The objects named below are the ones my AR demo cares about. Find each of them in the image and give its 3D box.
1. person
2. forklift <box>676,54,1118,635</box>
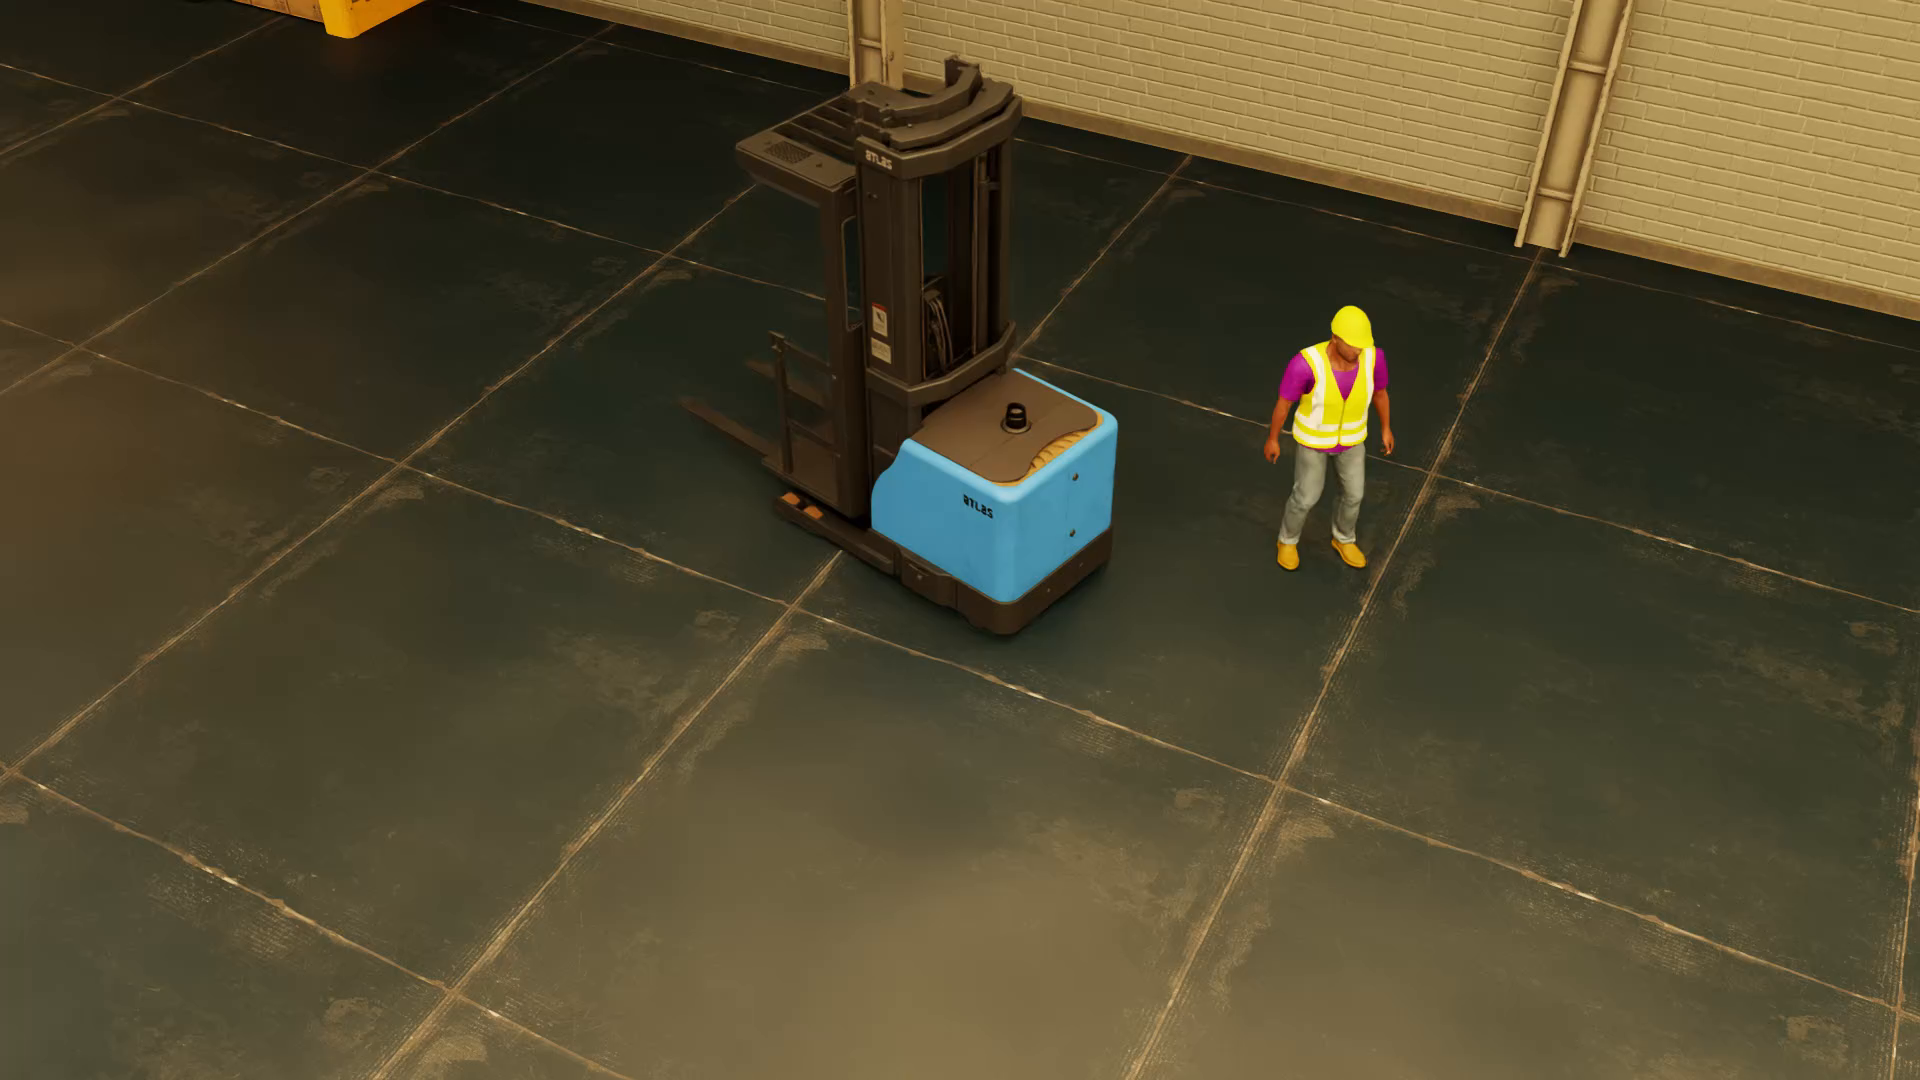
[{"bbox_3d":[2.151,-0.580,9.590,0.756,1.757,0.393,-7,41,-8],"label":"person"},{"bbox_3d":[-0.526,-1.393,9.640,3.031,2.935,1.130,30,48,30],"label":"forklift"}]
